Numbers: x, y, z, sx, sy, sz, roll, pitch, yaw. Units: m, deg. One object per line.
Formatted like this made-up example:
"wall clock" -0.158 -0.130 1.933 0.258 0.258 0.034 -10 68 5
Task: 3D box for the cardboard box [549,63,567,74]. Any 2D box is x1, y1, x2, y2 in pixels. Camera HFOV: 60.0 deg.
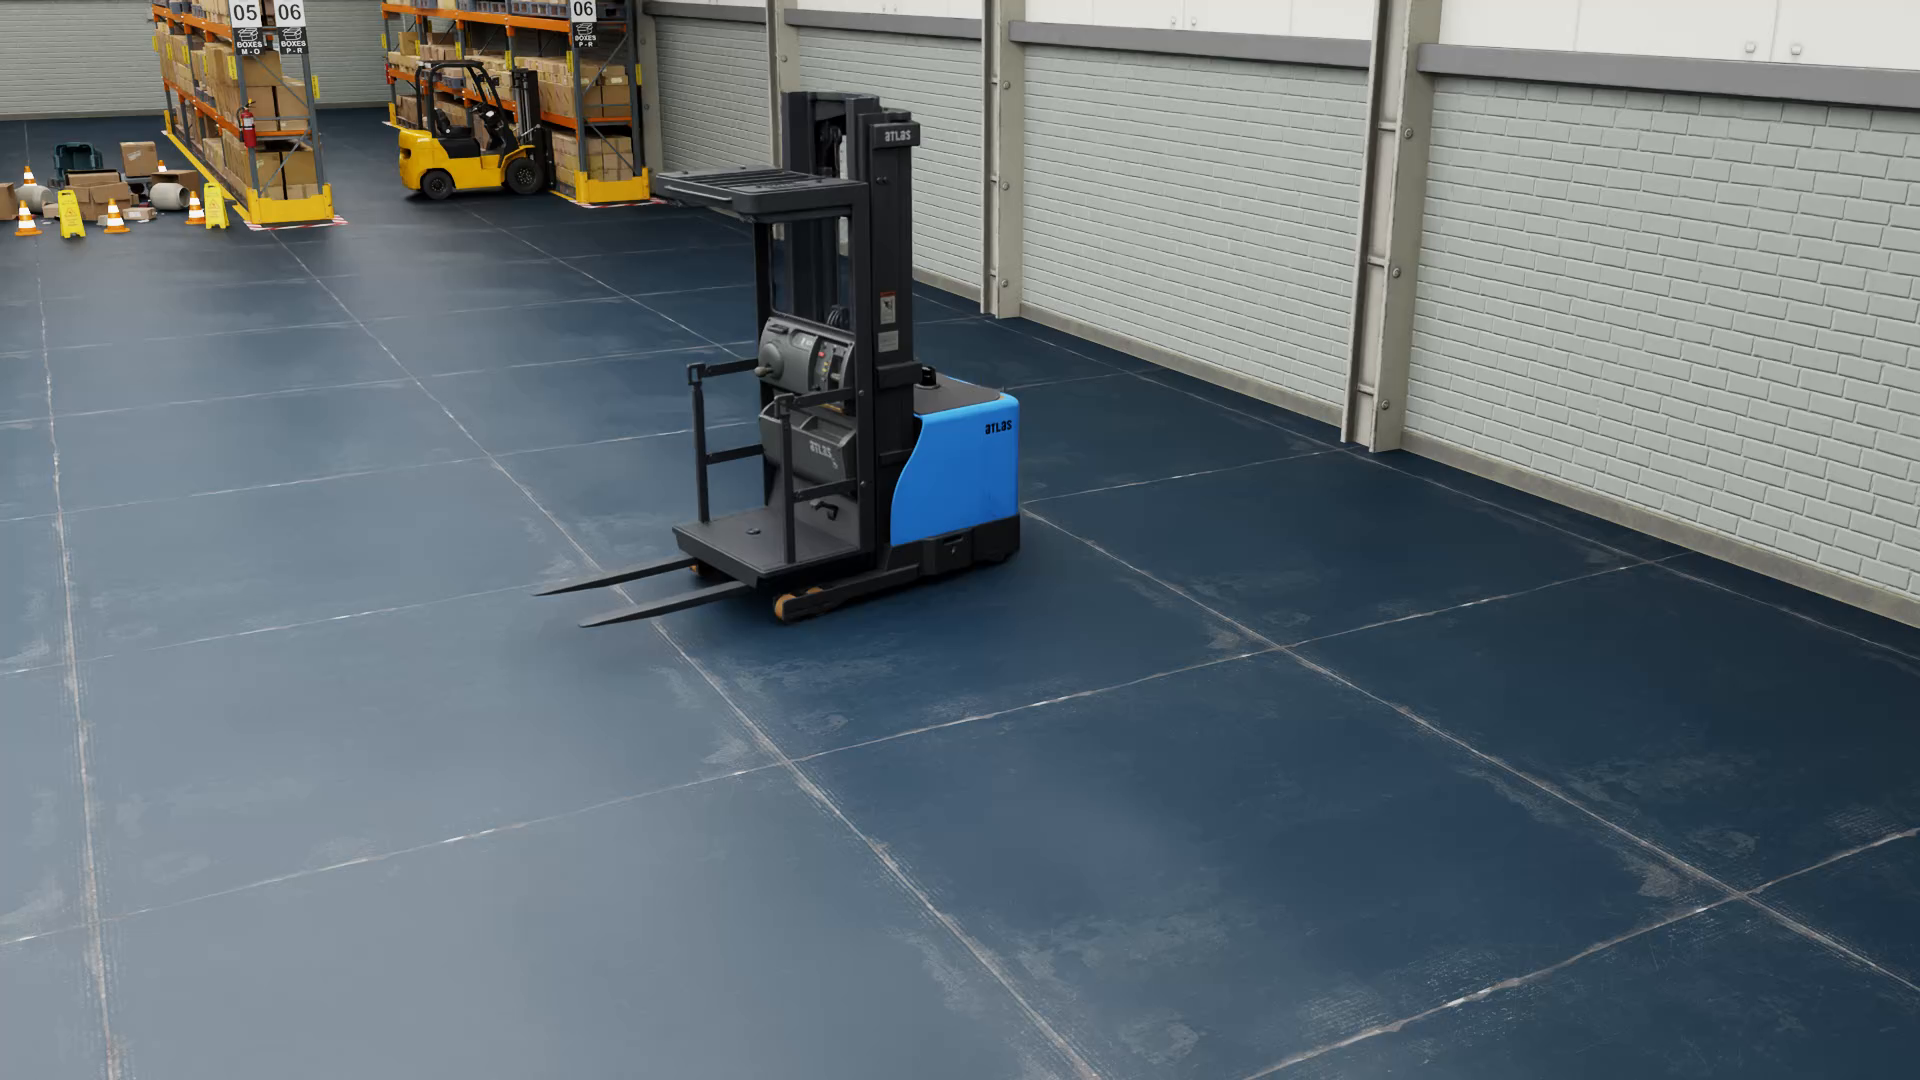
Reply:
"cardboard box" -6.628 -7.857 27.699 0.380 0.149 0.250 -9 21 -25

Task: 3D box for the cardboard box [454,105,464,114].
"cardboard box" -10.409 -9.048 34.947 0.380 0.149 0.250 -10 22 -27

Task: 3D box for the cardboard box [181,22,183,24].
"cardboard box" -17.323 -11.593 37.448 0.380 0.149 0.250 -10 21 -26

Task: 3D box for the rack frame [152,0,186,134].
"rack frame" -17.670 -10.838 37.942 1.000 3.000 0.127 -10 21 -27

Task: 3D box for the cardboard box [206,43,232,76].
"cardboard box" -11.730 -7.744 26.832 0.700 0.500 0.500 -10 21 -26

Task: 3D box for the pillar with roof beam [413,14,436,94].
"pillar with roof beam" -17.579 -14.691 39.909 9.100 9.000 0.400 -10 21 -27

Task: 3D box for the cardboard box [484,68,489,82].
"cardboard box" -8.775 -8.872 31.707 0.500 0.250 0.500 -10 21 -26

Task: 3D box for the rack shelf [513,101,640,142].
"rack shelf" -6.655 -7.249 28.643 1.077 0.370 4.000 -10 21 -27

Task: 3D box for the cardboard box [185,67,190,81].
"cardboard box" -14.572 -8.953 31.943 0.500 0.250 0.500 -11 22 -28

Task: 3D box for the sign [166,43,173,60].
"sign" -16.258 -10.050 34.209 0.100 0.325 0.005 -10 21 -27

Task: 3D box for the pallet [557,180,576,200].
"pallet" -6.106 -5.910 27.934 1.003 0.211 1.213 -10 21 -27

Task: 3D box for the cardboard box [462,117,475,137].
"cardboard box" -9.895 -8.416 34.112 0.500 0.500 0.500 -9 21 -25

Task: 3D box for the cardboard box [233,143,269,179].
"cardboard box" -11.167 -5.983 26.294 0.500 0.500 0.500 -11 22 -28

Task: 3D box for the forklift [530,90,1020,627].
"forklift" -1.083 -1.093 9.807 3.031 2.935 1.130 -14 24 -36

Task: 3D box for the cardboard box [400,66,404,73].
"cardboard box" -12.821 -10.975 38.723 0.380 0.149 0.250 -11 22 -28

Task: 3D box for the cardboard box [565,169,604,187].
"cardboard box" -6.207 -6.000 27.491 0.500 0.250 0.500 -10 21 -26

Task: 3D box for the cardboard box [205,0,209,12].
"cardboard box" -11.751 -8.566 26.531 0.500 0.250 0.500 -10 21 -27

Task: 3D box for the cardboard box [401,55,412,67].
"cardboard box" -12.580 -11.072 38.395 0.500 0.250 0.500 -11 22 -28

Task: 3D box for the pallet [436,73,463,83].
"pallet" -10.432 -9.778 35.165 1.003 0.211 1.213 -10 21 -27

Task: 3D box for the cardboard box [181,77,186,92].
"cardboard box" -15.088 -9.009 32.870 0.500 0.250 0.500 -10 22 -28

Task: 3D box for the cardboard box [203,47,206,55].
"cardboard box" -12.879 -8.455 28.787 0.380 0.149 0.250 -11 22 -29

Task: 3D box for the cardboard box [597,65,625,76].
"cardboard box" -5.677 -7.639 27.067 0.380 0.149 0.250 -10 22 -28

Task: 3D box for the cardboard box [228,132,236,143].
"cardboard box" -11.547 -6.473 26.718 0.380 0.149 0.250 -9 21 -24

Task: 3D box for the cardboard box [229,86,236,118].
"cardboard box" -10.806 -6.690 25.312 0.500 0.500 0.500 -10 21 -27

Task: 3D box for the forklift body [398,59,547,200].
"forklift body" -8.212 -6.875 27.759 2.313 2.155 1.214 -10 21 -27

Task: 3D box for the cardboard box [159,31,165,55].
"cardboard box" -17.190 -10.882 36.384 0.500 0.500 0.500 -10 21 -27

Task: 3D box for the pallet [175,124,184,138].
"pallet" -17.222 -9.302 37.766 1.003 0.211 1.213 -10 21 -27

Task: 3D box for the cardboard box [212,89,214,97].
"cardboard box" -12.569 -7.656 28.462 0.380 0.149 0.250 -11 22 -28

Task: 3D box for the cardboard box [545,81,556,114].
"cardboard box" -6.652 -7.460 27.999 0.500 0.500 0.500 -10 22 -28

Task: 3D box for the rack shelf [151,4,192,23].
"rack shelf" -16.720 -11.342 35.906 1.077 0.370 4.000 -10 21 -27

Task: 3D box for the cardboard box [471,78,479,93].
"cardboard box" -9.275 -8.930 32.642 0.500 0.250 0.500 -10 22 -28

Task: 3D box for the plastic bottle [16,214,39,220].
"plastic bottle" -14.173 -4.912 25.273 0.133 0.061 0.283 16 25 39

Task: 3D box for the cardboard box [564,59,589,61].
"cardboard box" -6.688 -8.321 29.043 0.380 0.149 0.250 -10 22 -28

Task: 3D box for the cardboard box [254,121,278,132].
"cardboard box" -10.438 -6.200 24.887 0.380 0.149 0.250 -9 21 -25

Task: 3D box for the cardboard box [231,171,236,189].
"cardboard box" -11.666 -5.929 27.287 0.500 0.250 0.500 -9 21 -24

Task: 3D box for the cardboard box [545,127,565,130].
"cardboard box" -7.171 -7.058 29.025 0.500 0.250 0.500 -9 21 -25

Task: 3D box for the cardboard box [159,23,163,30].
"cardboard box" -17.395 -11.290 36.572 0.380 0.149 0.250 -11 22 -28

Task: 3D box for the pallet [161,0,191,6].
"pallet" -16.150 -11.302 34.824 1.003 0.211 1.213 -10 21 -27

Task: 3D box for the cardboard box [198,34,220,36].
"cardboard box" -15.338 -10.120 34.176 0.500 0.500 0.500 -9 21 -25

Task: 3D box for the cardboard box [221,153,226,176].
"cardboard box" -12.223 -6.500 28.754 0.950 0.372 0.625 -10 21 -26

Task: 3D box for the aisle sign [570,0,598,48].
"aisle sign" -5.933 -8.179 26.251 0.394 0.787 0.004 -10 21 -27

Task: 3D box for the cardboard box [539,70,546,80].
"cardboard box" -6.969 -7.938 28.389 0.380 0.149 0.250 -10 22 -28

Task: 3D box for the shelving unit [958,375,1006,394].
"shelving unit" 0.144 -0.558 11.138 0.215 1.050 0.252 -15 24 -37

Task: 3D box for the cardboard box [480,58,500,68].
"cardboard box" -8.990 -9.159 31.929 0.380 0.149 0.250 -9 21 -26

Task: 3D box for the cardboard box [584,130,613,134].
"cardboard box" -6.236 -6.842 28.399 0.500 0.250 0.500 -10 21 -27

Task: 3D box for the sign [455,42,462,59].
"sign" -9.978 -9.735 33.090 0.100 0.325 0.005 -10 21 -27

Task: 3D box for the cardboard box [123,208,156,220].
"cardboard box" -12.472 -4.960 25.279 0.380 0.149 0.250 1 19 2

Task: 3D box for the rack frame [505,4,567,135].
"rack frame" -7.605 -8.163 30.190 1.000 3.000 0.127 -10 21 -27

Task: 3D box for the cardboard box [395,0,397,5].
"cardboard box" -12.714 -12.324 38.036 0.380 0.149 0.250 -10 21 -27

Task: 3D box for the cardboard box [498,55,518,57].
"cardboard box" -8.949 -9.545 33.048 0.380 0.149 0.250 -9 21 -25

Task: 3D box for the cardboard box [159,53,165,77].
"cardboard box" -17.695 -10.703 37.397 0.500 0.500 0.500 -10 21 -27

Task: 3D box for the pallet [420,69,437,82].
"pallet" -11.121 -10.123 36.163 1.003 0.211 1.213 -10 21 -27

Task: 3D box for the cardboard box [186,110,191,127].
"cardboard box" -16.400 -9.131 36.278 0.875 0.438 0.875 -11 22 -28

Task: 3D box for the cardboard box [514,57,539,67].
"cardboard box" -7.715 -8.520 29.621 0.380 0.149 0.250 -10 21 -26

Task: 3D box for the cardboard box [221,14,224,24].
"cardboard box" -11.071 -7.975 25.432 0.380 0.149 0.250 -11 22 -28

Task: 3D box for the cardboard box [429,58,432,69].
"cardboard box" -11.082 -10.136 35.470 0.396 0.266 0.258 -9 21 -24
